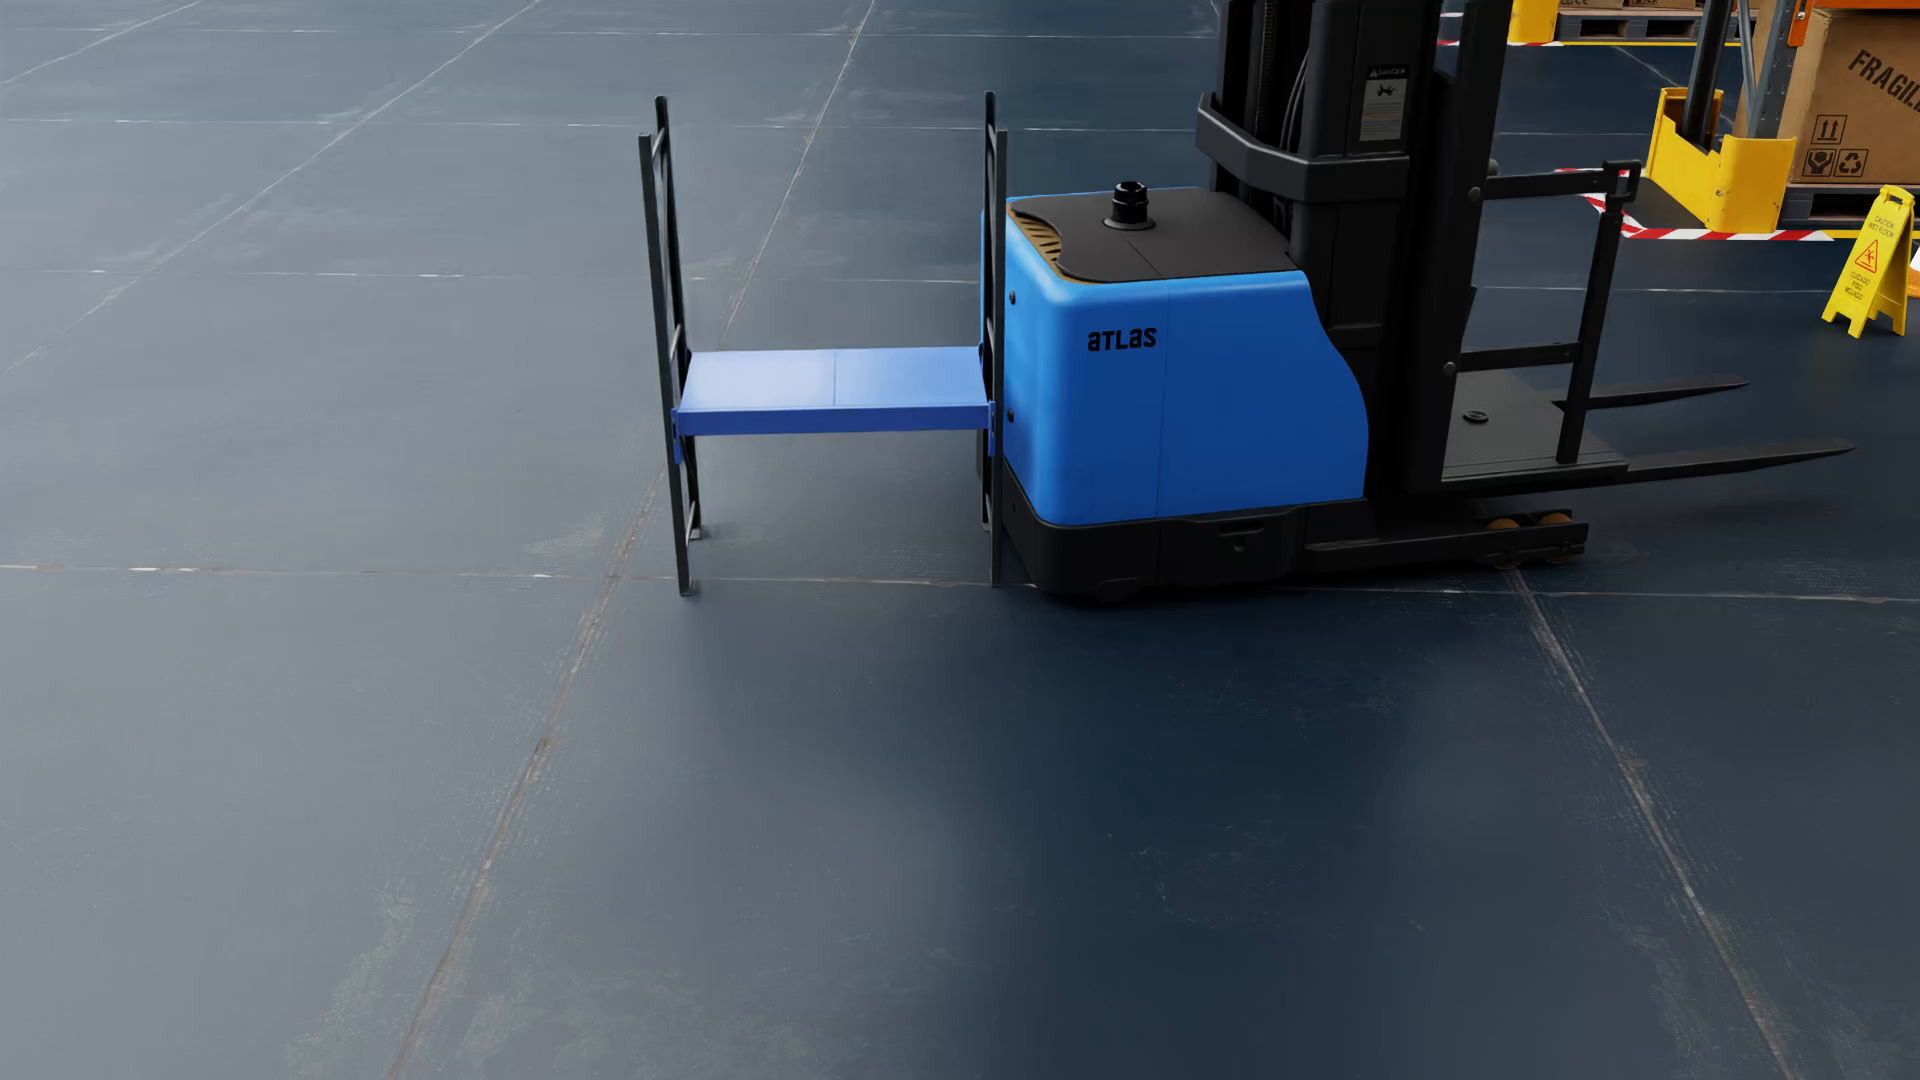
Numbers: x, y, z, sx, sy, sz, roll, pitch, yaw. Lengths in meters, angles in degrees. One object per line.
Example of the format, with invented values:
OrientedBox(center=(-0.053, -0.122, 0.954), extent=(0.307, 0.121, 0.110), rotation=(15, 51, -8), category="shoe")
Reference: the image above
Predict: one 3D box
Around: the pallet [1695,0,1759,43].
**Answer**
OrientedBox(center=(6.592, -4.258, 13.557), extent=(1.213, 0.211, 1.003), rotation=(1, 28, 2), category="pallet")

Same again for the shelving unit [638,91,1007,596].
OrientedBox(center=(-0.402, -0.610, 5.299), extent=(1.048, 1.500, 0.538), rotation=(-1, 28, -3), category="shelving unit")

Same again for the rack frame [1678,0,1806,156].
OrientedBox(center=(4.213, -3.223, 8.627), extent=(0.127, 3.000, 1.000), rotation=(1, 28, 2), category="rack frame")

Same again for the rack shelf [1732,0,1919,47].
OrientedBox(center=(6.212, -2.872, 8.733), extent=(4.000, 0.370, 1.077), rotation=(1, 28, 2), category="rack shelf")

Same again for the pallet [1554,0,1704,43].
OrientedBox(center=(5.376, -4.280, 13.598), extent=(1.213, 0.211, 1.003), rotation=(1, 28, 2), category="pallet")

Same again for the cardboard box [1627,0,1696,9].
OrientedBox(center=(5.711, -4.612, 13.468), extent=(0.500, 0.500, 0.500), rotation=(8, 29, 15), category="cardboard box")

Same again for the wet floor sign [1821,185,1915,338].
OrientedBox(center=(4.114, -1.256, 7.431), extent=(0.232, 0.644, 0.267), rotation=(-4, 28, -7), category="wet floor sign")

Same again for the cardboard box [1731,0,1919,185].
OrientedBox(center=(4.893, -2.490, 9.064), extent=(0.875, 0.875, 0.875), rotation=(1, 28, 2), category="cardboard box")

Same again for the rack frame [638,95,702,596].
OrientedBox(center=(-0.910, -0.597, 5.274), extent=(0.032, 1.500, 0.500), rotation=(-1, 28, -3), category="rack frame")

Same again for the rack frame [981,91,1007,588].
OrientedBox(center=(0.105, -0.623, 5.323), extent=(0.032, 1.500, 0.500), rotation=(-1, 28, -3), category="rack frame")

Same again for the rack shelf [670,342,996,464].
OrientedBox(center=(-0.402, -0.451, 5.383), extent=(1.000, 0.185, 0.538), rotation=(-1, 28, -3), category="rack shelf")

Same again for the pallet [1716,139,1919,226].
OrientedBox(center=(5.015, -2.014, 9.325), extent=(1.213, 0.211, 1.003), rotation=(1, 28, 2), category="pallet")

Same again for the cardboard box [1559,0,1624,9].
OrientedBox(center=(5.113, -4.606, 13.457), extent=(0.500, 0.500, 0.500), rotation=(6, 29, 11), category="cardboard box")

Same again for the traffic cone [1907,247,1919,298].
OrientedBox(center=(4.694, -1.429, 7.951), extent=(0.334, 0.463, 0.336), rotation=(1, 28, 2), category="traffic cone")

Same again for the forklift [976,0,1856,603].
OrientedBox(center=(1.630, -1.433, 5.323), extent=(3.031, 2.935, 1.130), rotation=(-6, 28, -11), category="forklift")

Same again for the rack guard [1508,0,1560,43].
OrientedBox(center=(4.565, -4.437, 13.587), extent=(0.348, 0.500, 1.175), rotation=(1, 28, 2), category="rack guard")

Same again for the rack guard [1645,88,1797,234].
OrientedBox(center=(4.189, -2.119, 9.213), extent=(0.348, 0.500, 1.175), rotation=(1, 28, 2), category="rack guard")

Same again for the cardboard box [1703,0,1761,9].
OrientedBox(center=(6.336, -4.593, 13.432), extent=(0.500, 0.500, 0.500), rotation=(4, 28, 7), category="cardboard box")
